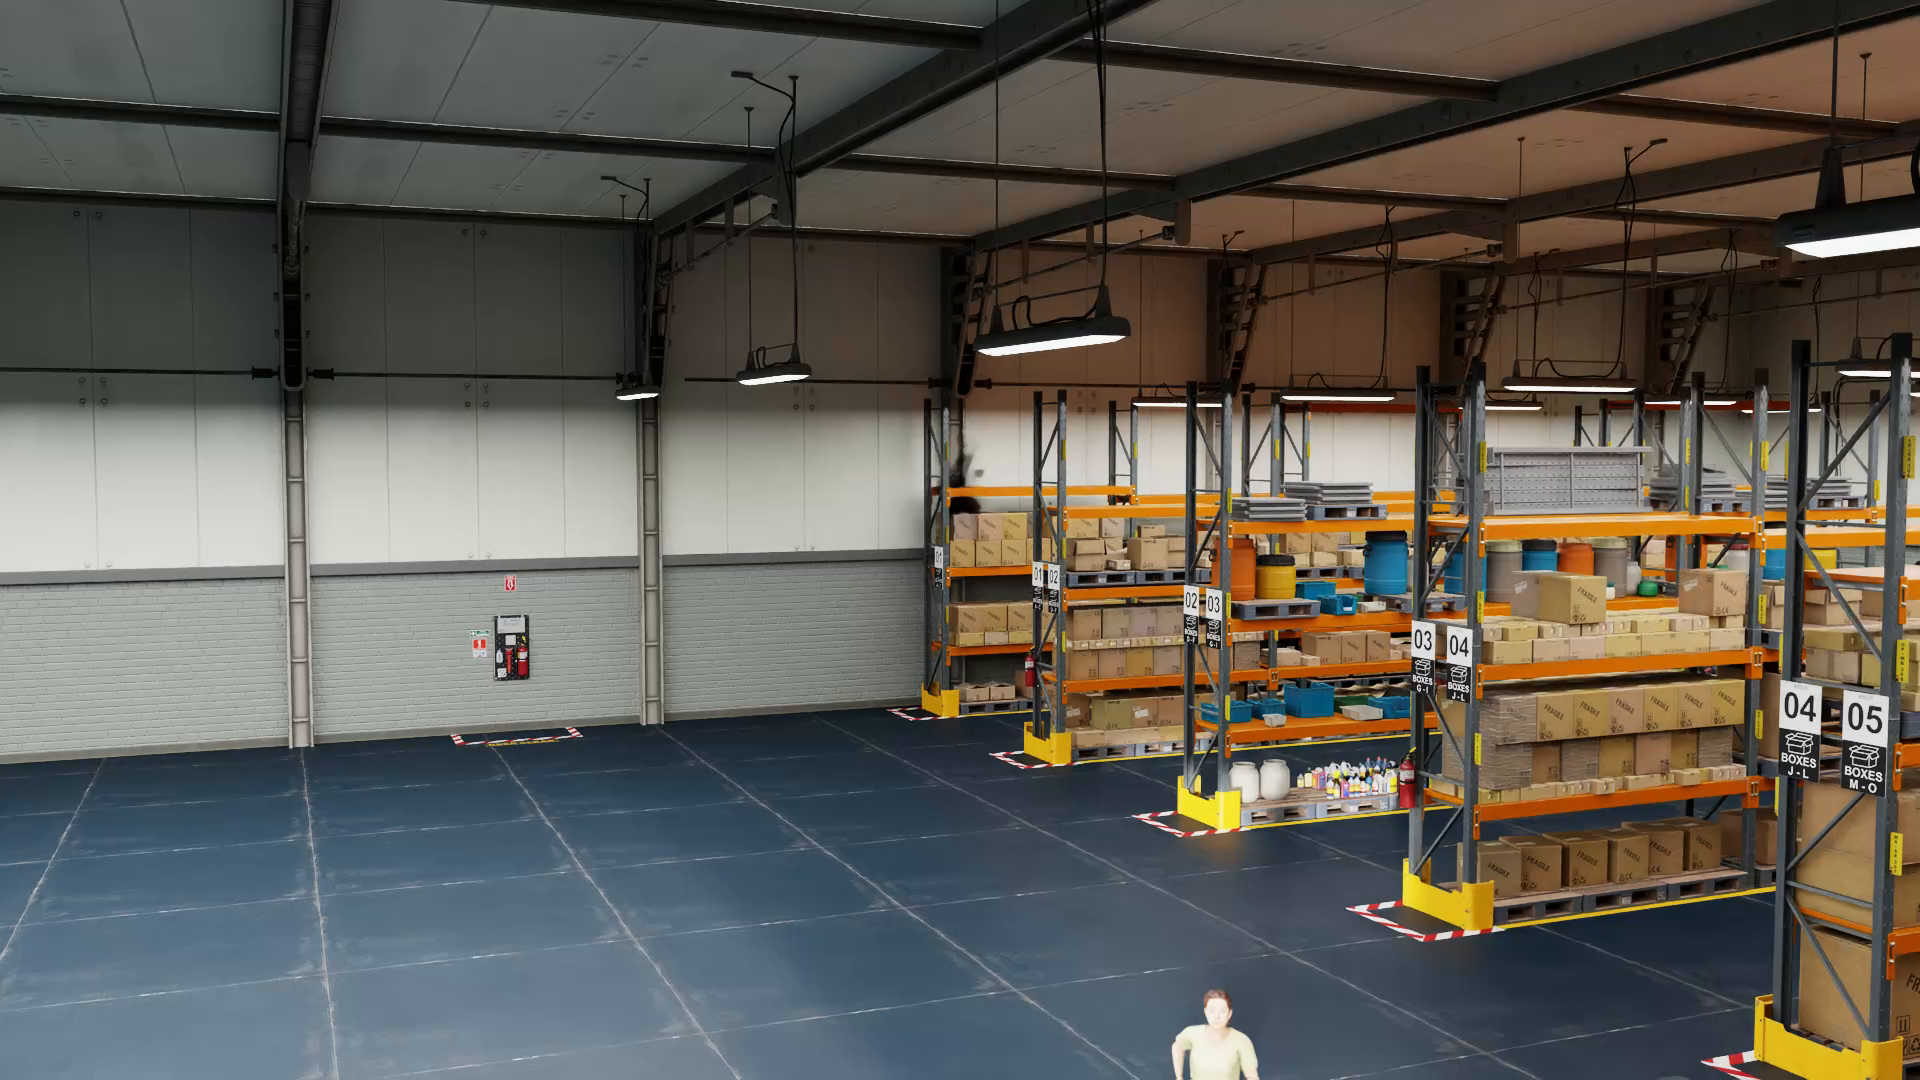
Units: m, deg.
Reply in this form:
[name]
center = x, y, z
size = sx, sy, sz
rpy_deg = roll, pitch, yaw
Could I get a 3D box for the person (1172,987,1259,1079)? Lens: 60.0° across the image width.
[person]
center = 1.624, 3.704, 10.595
size = 0.543, 1.721, 0.723
rpy_deg = 0, 3, 7
